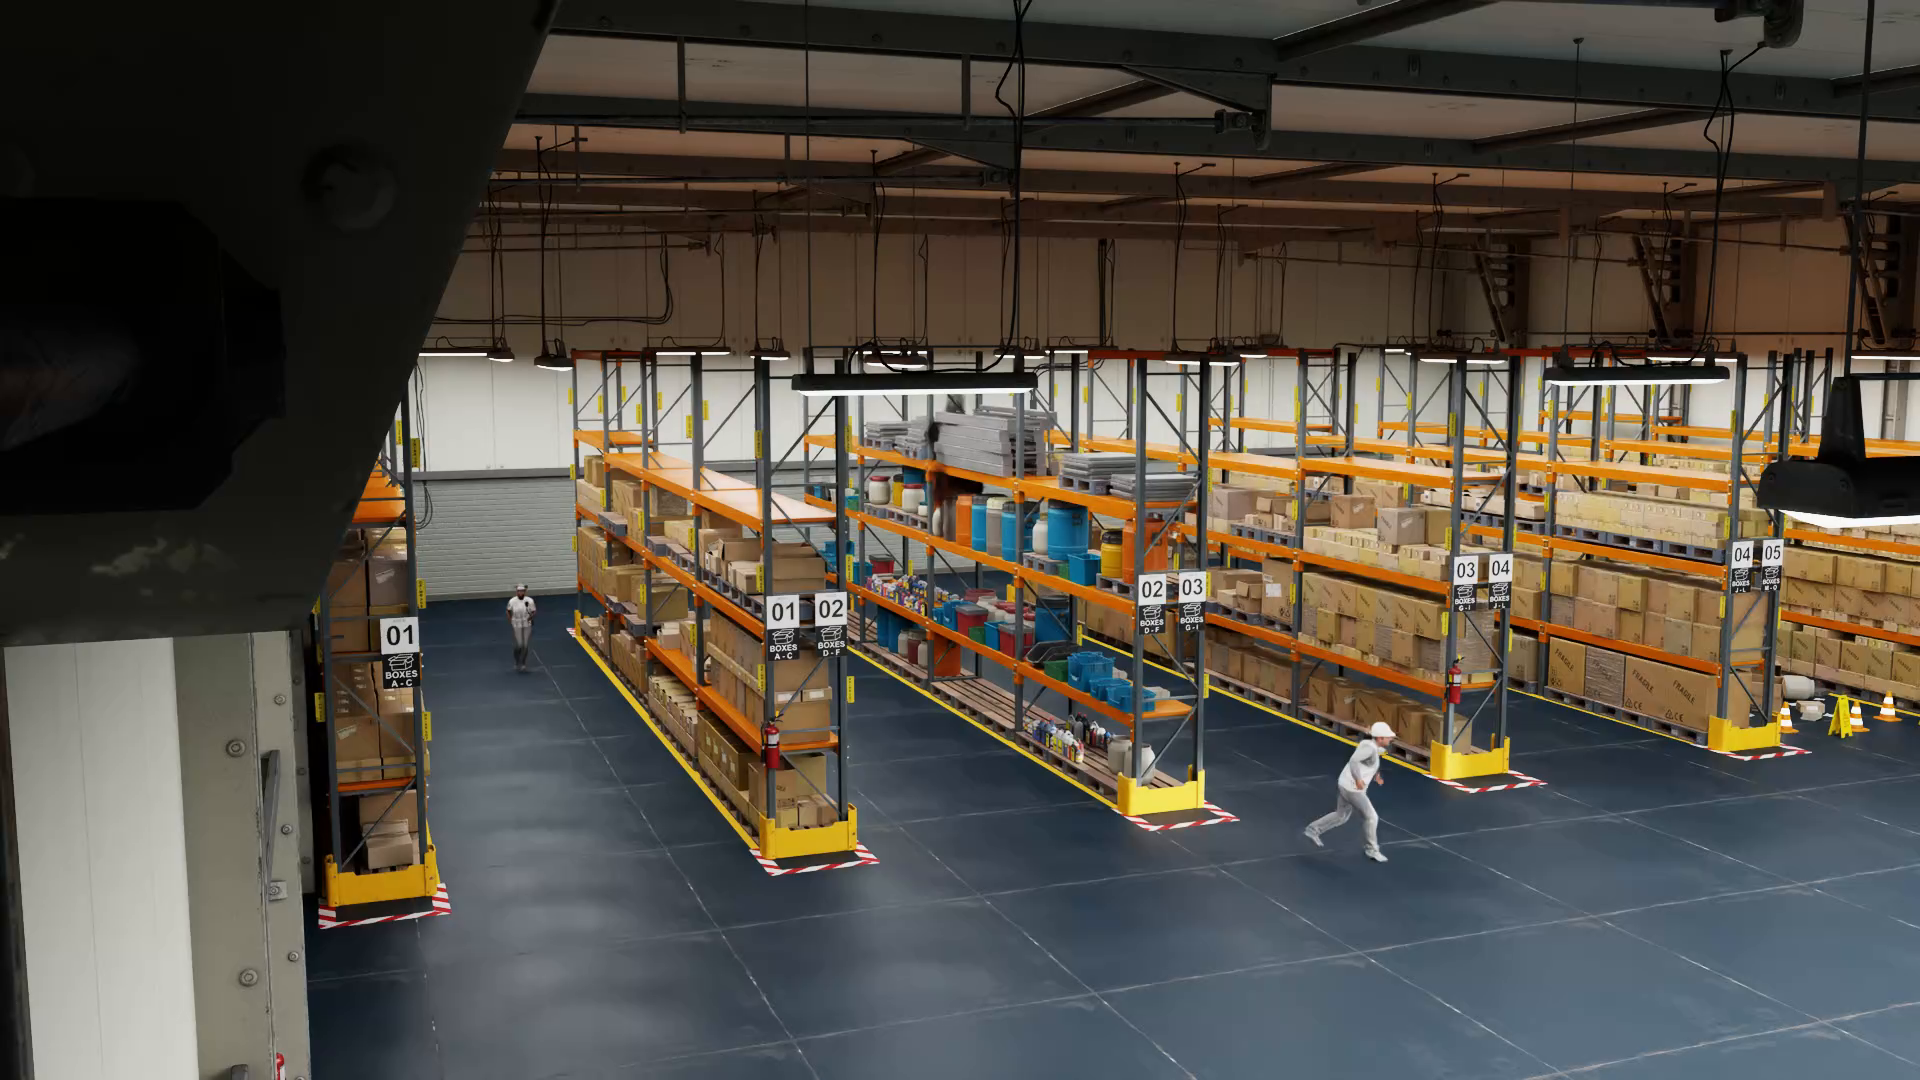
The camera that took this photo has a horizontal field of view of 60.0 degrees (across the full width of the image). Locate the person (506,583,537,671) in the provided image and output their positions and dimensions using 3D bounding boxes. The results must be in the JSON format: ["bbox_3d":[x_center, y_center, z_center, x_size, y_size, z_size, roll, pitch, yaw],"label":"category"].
[{"bbox_3d":[-8.190,1.633,31.136,0.555,1.679,0.632,-2,8,-19],"label":"person"}]

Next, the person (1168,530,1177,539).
[{"bbox_3d":[5.084,0.459,40.371,0.686,1.795,0.792,2,8,19],"label":"person"}]

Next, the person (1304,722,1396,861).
[{"bbox_3d":[4.689,3.027,20.052,1.048,1.732,0.696,2,7,16],"label":"person"}]
